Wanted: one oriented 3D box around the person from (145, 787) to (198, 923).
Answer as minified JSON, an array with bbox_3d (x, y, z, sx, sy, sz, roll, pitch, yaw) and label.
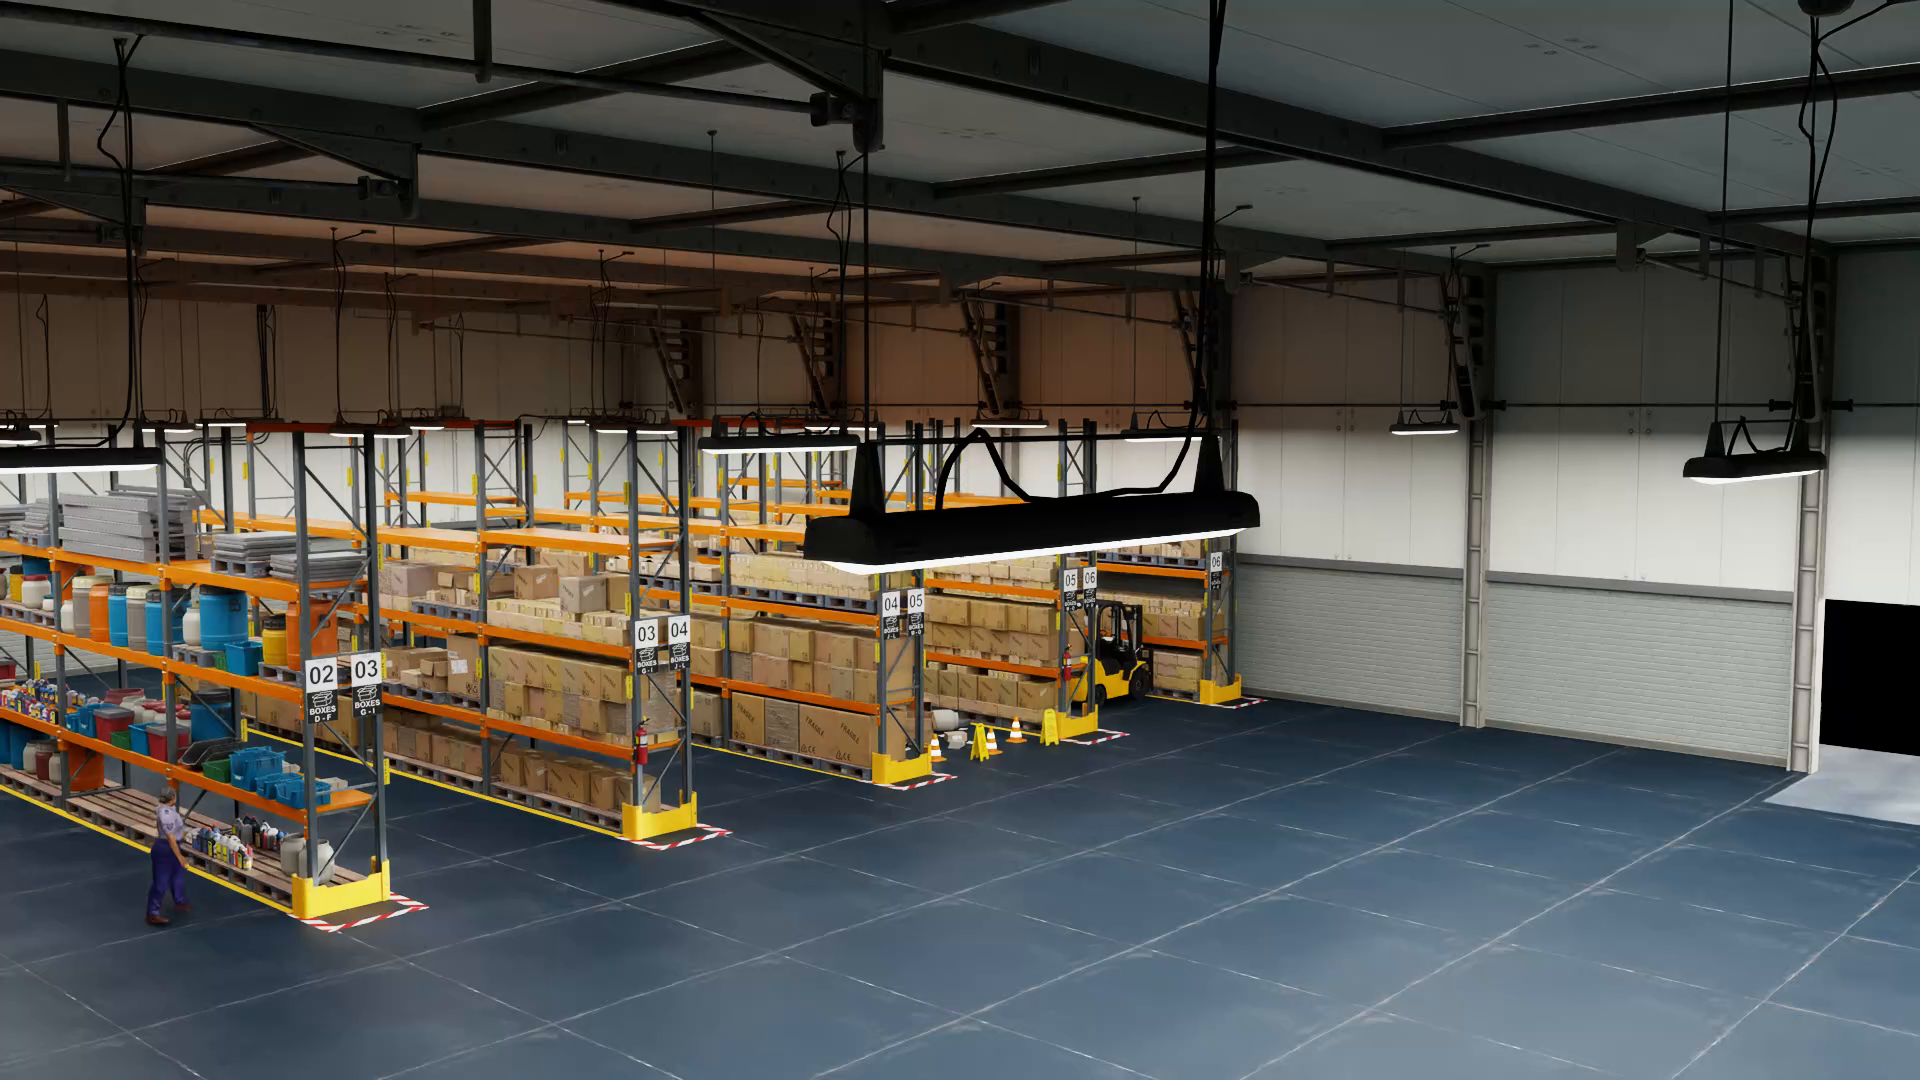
[{"bbox_3d":[-9.742,3.853,20.486,0.532,1.679,0.679,-1,5,-18],"label":"person"}]
